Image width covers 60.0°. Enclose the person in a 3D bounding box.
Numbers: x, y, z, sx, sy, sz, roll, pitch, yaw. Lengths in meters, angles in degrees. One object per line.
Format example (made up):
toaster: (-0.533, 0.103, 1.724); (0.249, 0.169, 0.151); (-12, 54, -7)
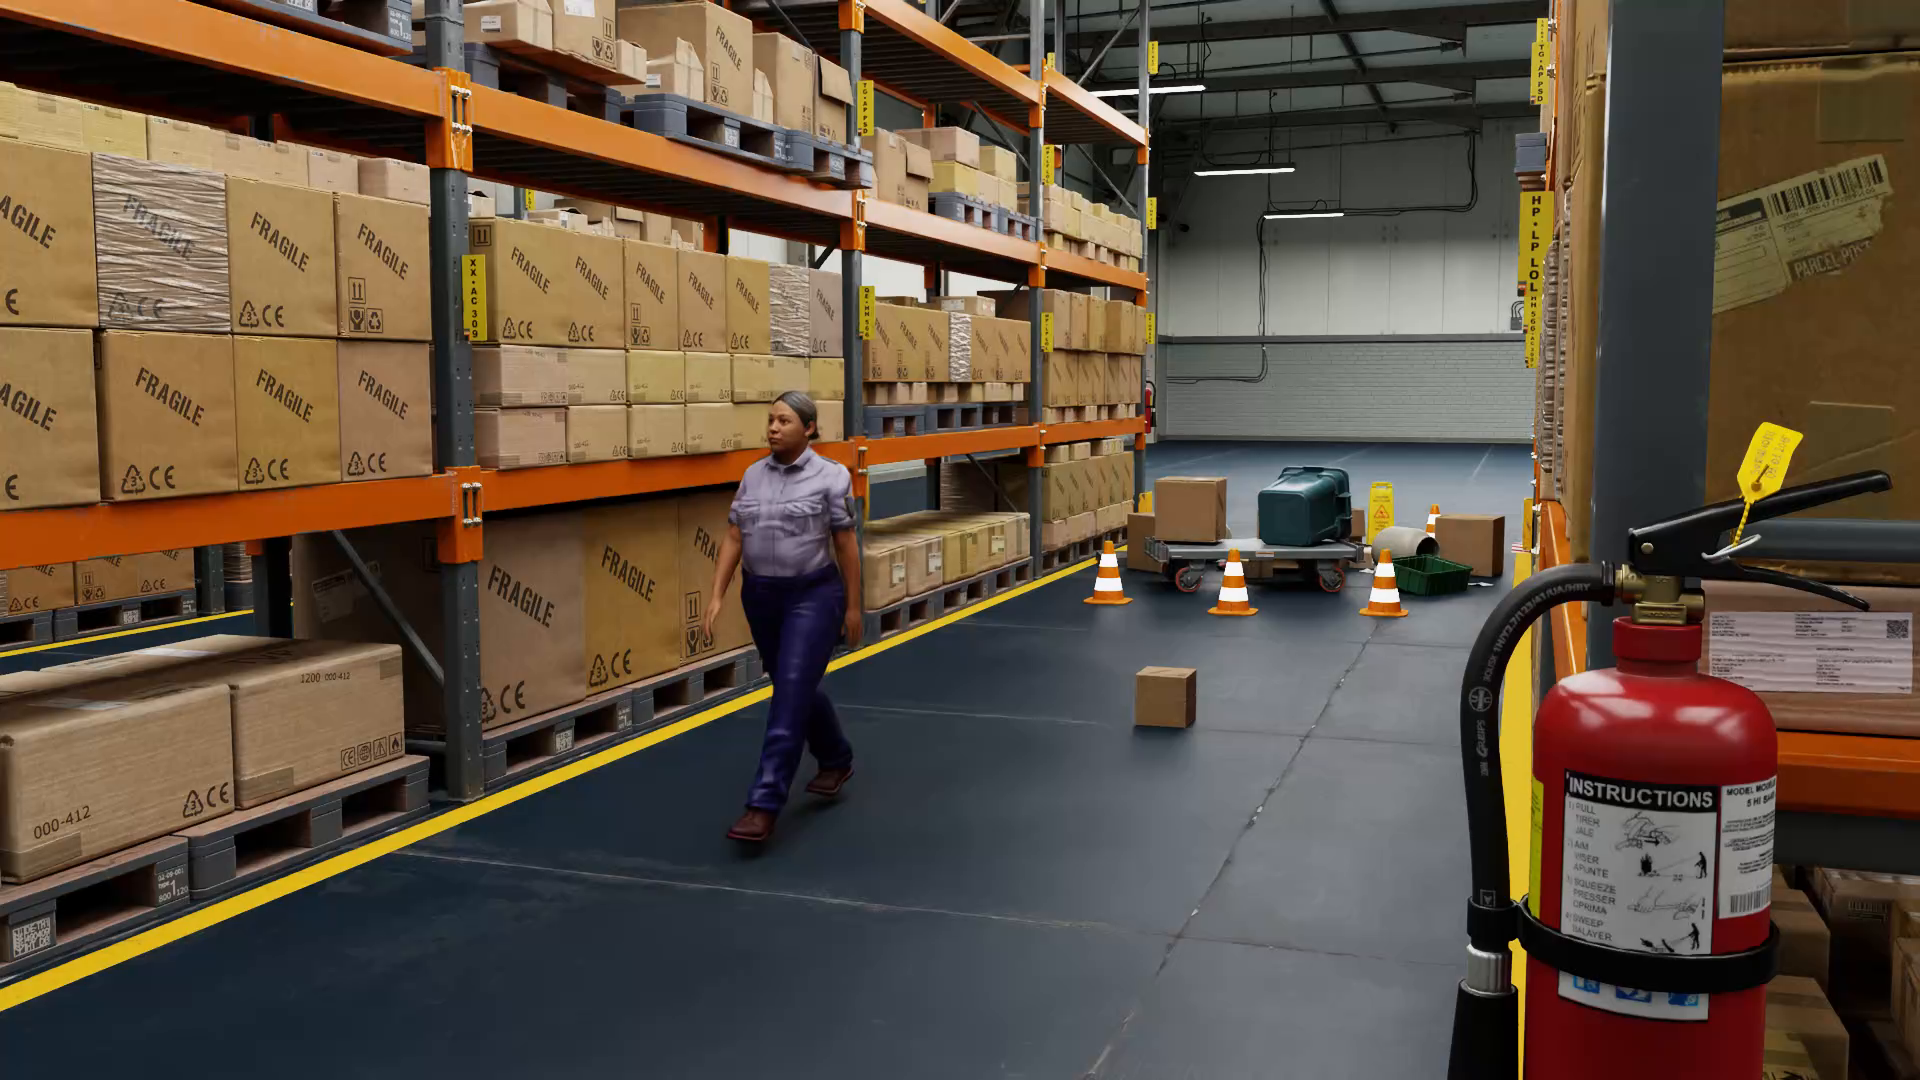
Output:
person: (-0.677, 0.239, 6.179); (0.496, 1.575, 1.030); (3, 6, 28)
